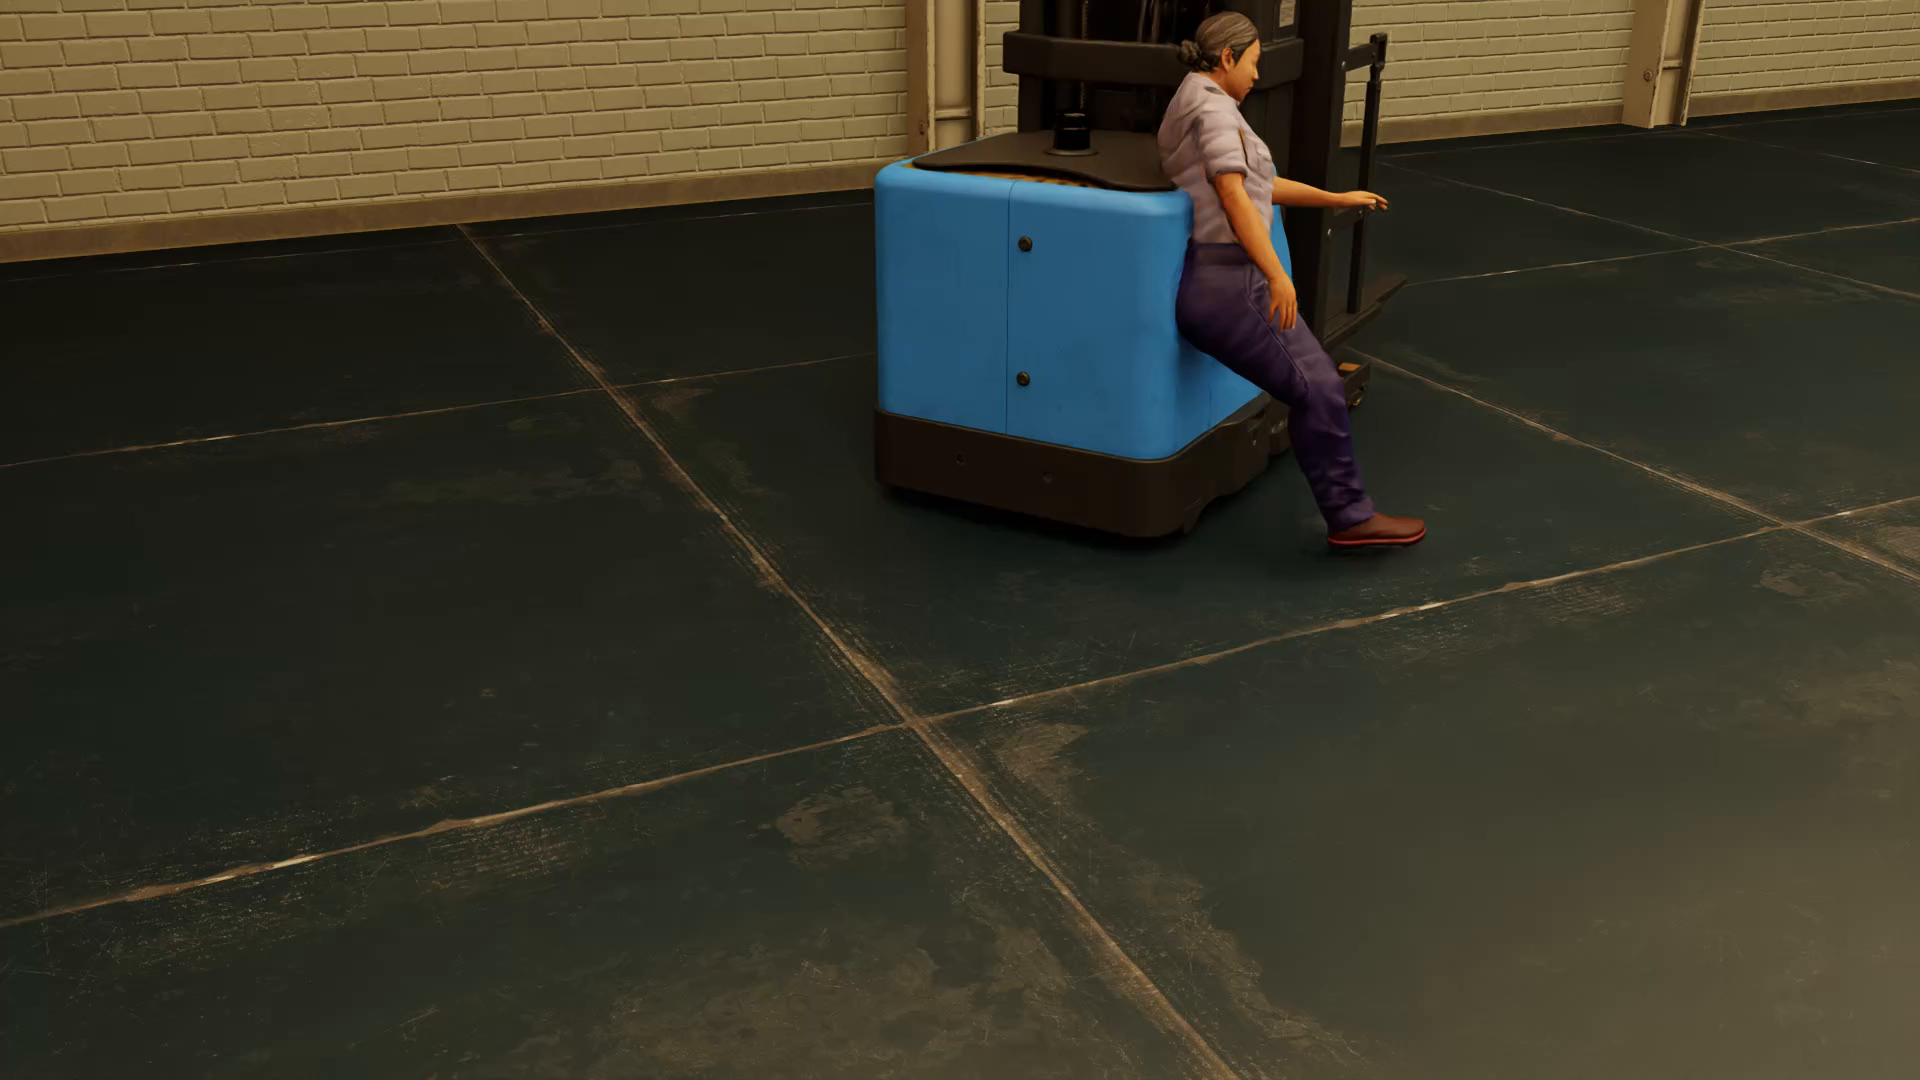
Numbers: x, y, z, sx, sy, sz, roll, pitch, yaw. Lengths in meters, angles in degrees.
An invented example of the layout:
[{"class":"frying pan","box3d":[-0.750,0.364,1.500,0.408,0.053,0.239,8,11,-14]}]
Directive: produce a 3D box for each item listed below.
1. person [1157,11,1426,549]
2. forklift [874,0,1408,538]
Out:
[{"class":"person","box3d":[0.901,-0.788,4.951,0.816,1.491,0.868,-6,23,-14]},{"class":"forklift","box3d":[0.909,-1.880,5.812,1.130,2.935,3.031,13,26,28]}]
